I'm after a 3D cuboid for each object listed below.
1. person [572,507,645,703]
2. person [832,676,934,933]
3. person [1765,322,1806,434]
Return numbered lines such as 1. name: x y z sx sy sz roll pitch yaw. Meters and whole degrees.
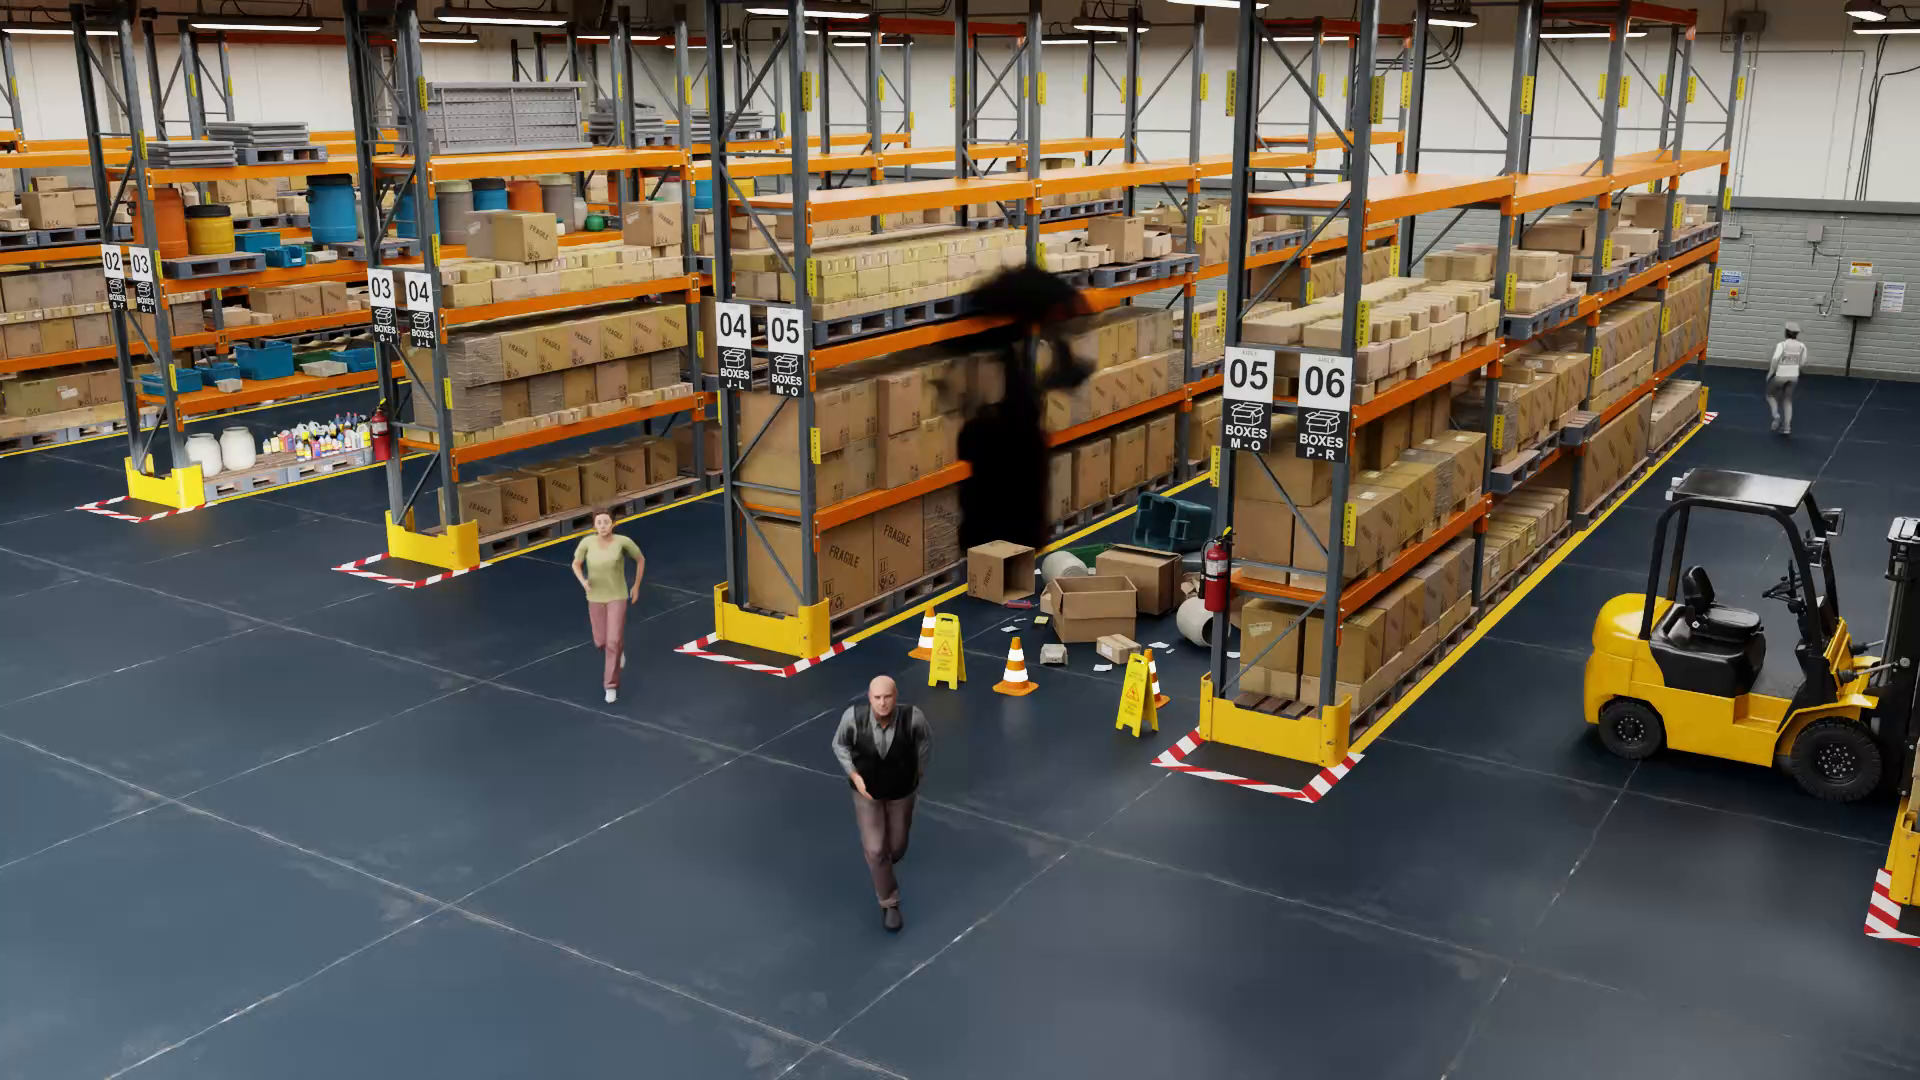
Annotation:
1. person: -3.031 0.515 14.382 0.615 1.669 0.742 0 16 1
2. person: -0.479 1.563 10.560 0.636 1.670 0.810 0 16 1
3. person: 12.302 -2.435 24.850 0.584 1.648 0.691 1 16 3
